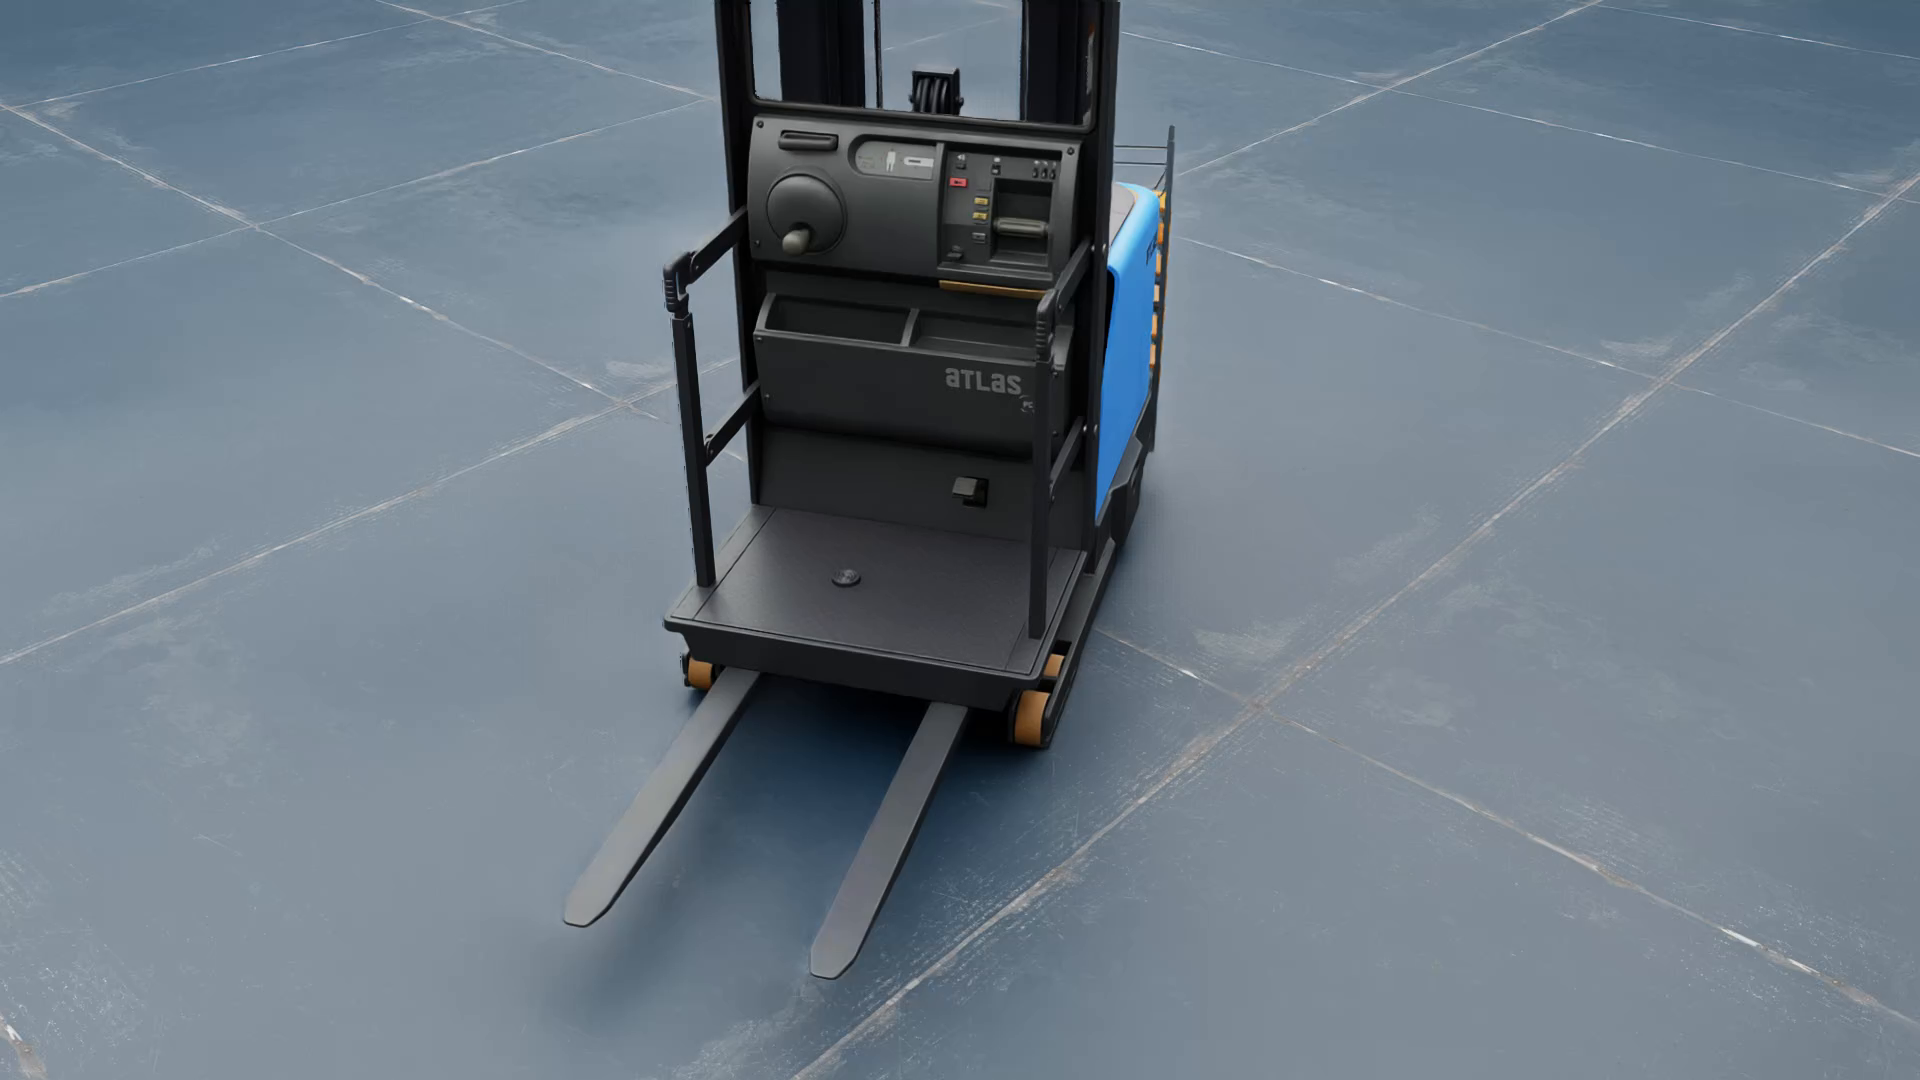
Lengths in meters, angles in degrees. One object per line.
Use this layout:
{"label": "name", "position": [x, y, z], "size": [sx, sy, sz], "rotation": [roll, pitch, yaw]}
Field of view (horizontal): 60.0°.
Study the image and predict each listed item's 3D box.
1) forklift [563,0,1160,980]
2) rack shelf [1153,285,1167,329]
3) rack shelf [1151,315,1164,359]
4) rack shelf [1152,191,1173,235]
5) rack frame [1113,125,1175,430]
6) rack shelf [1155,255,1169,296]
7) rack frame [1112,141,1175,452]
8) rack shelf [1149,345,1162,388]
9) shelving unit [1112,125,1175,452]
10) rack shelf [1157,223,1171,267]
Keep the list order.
{"label": "forklift", "position": [-0.192, -0.887, 4.381], "size": [1.130, 2.935, 3.031], "rotation": [8, 32, 13]}
{"label": "rack shelf", "position": [0.627, -0.865, 6.109], "size": [0.258, 0.103, 0.180], "rotation": [3, 31, 5]}
{"label": "rack shelf", "position": [0.627, -0.762, 6.171], "size": [0.258, 0.103, 0.180], "rotation": [3, 31, 5]}
{"label": "rack shelf", "position": [0.627, -1.173, 5.924], "size": [0.258, 0.103, 0.180], "rotation": [3, 31, 5]}
{"label": "rack frame", "position": [0.637, -0.950, 6.164], "size": [0.240, 1.200, 0.006], "rotation": [3, 31, 5]}
{"label": "rack shelf", "position": [0.627, -0.968, 6.047], "size": [0.258, 0.103, 0.180], "rotation": [3, 31, 5]}
{"label": "rack frame", "position": [0.617, -0.856, 6.008], "size": [0.240, 1.200, 0.006], "rotation": [3, 31, 5]}
{"label": "rack shelf", "position": [0.627, -0.659, 6.233], "size": [0.258, 0.103, 0.180], "rotation": [3, 31, 5]}
{"label": "shelving unit", "position": [0.627, -0.903, 6.086], "size": [0.258, 1.200, 0.189], "rotation": [3, 31, 5]}
{"label": "rack shelf", "position": [0.627, -1.070, 5.986], "size": [0.258, 0.103, 0.180], "rotation": [3, 31, 5]}
